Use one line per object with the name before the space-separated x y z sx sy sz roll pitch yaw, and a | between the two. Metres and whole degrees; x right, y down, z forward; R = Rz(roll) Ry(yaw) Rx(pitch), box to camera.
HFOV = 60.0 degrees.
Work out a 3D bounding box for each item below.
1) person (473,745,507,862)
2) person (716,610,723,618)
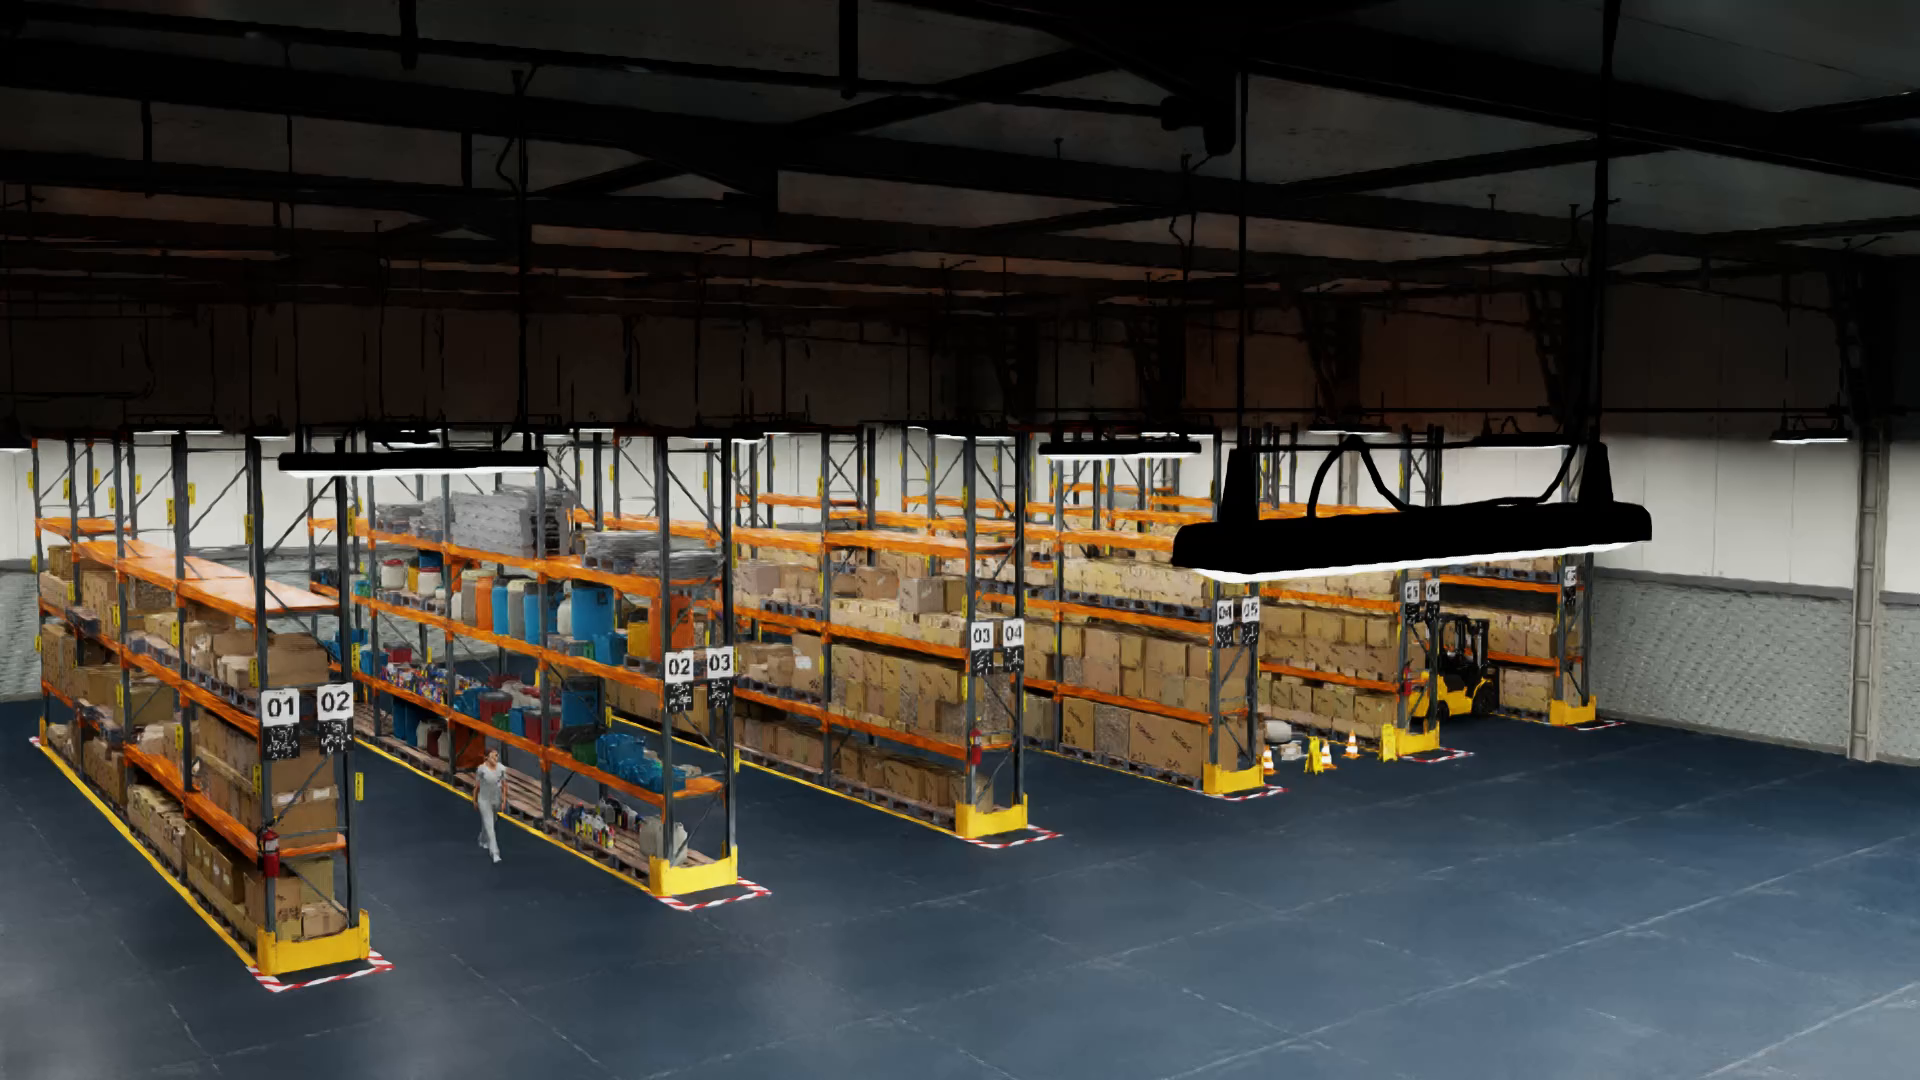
person | -6.602 3.676 23.481 0.445 1.591 1.110 -4 6 -39
person | -6.199 2.172 43.133 0.457 1.544 0.872 -1 5 -7
